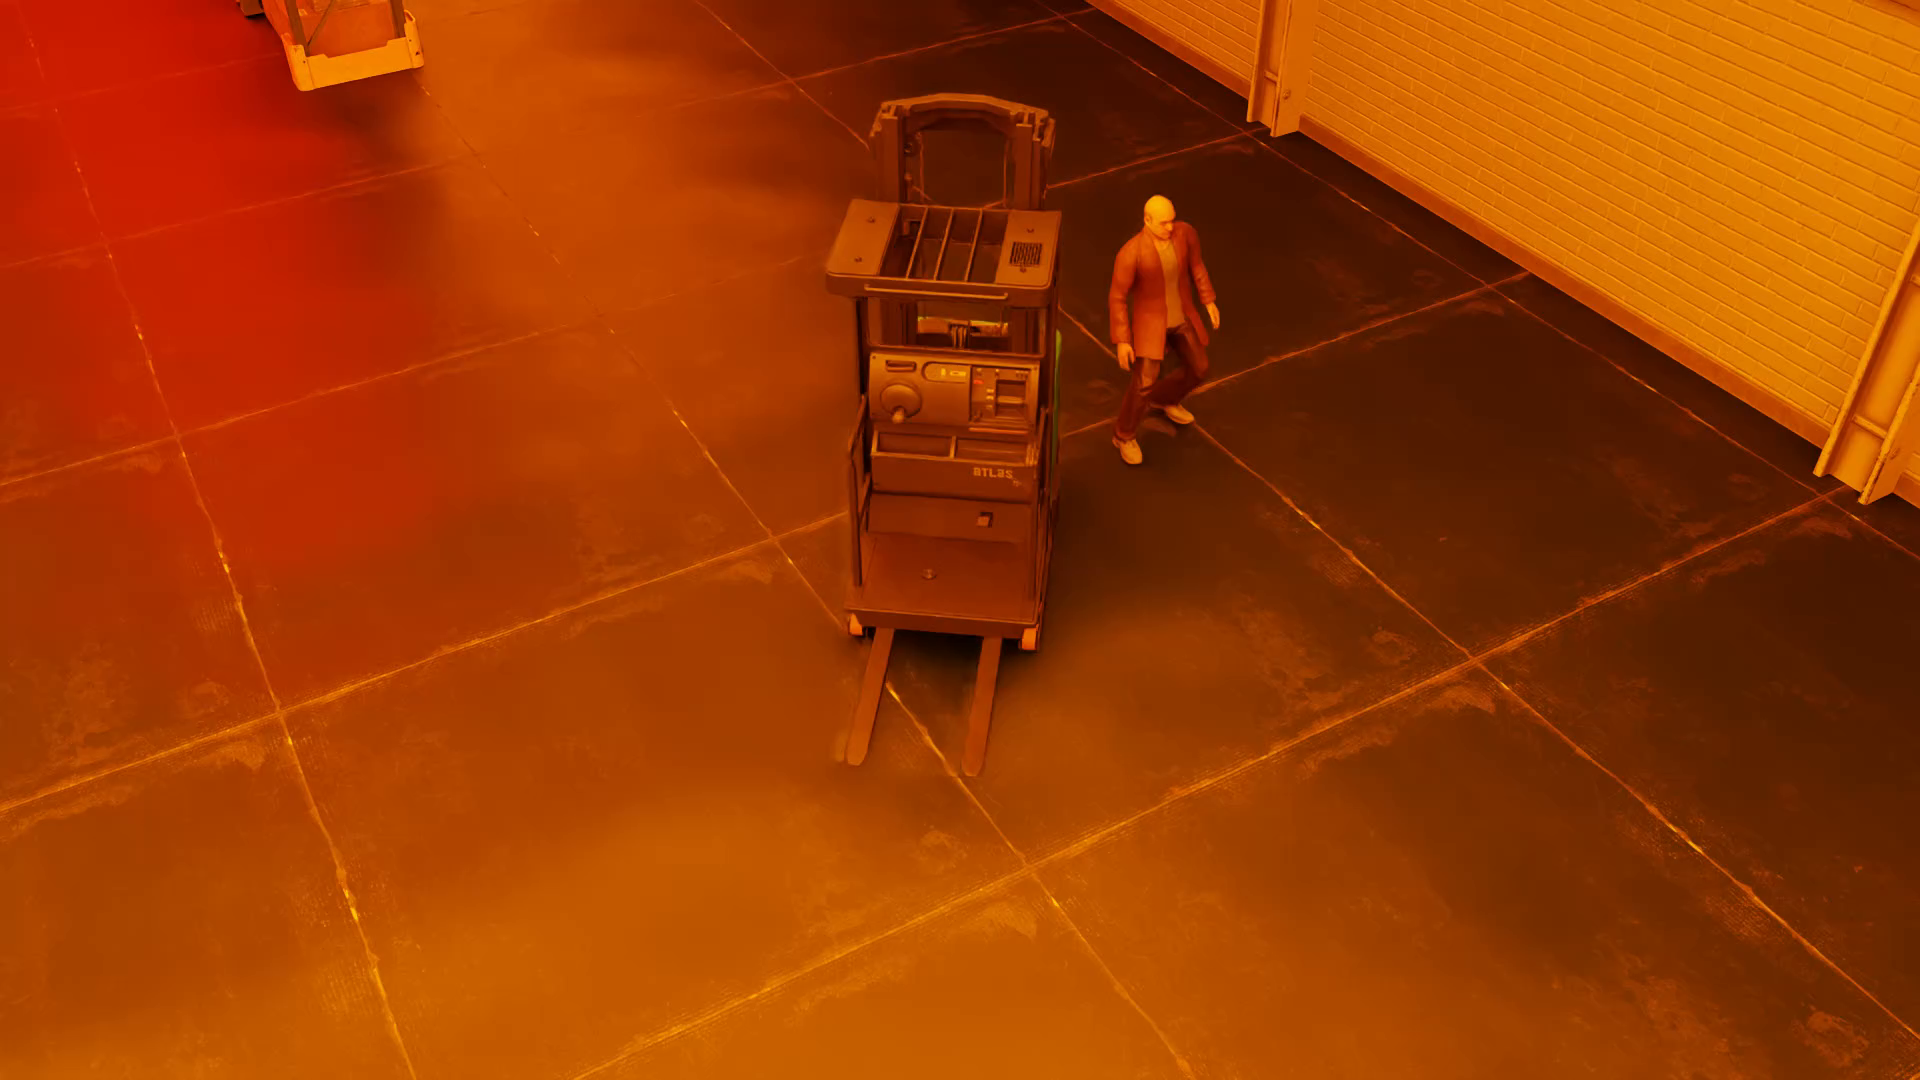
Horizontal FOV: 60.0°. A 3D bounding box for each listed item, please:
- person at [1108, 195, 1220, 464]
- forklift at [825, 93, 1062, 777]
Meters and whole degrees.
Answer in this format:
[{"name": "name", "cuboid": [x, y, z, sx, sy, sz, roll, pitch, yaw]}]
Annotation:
[{"name": "person", "cuboid": [1.297, -1.366, 10.606, 0.806, 1.690, 0.596, -17, 43, -20]}, {"name": "forklift", "cuboid": [-0.058, -0.731, 8.917, 1.130, 2.935, 3.031, 5, 40, 5]}]
